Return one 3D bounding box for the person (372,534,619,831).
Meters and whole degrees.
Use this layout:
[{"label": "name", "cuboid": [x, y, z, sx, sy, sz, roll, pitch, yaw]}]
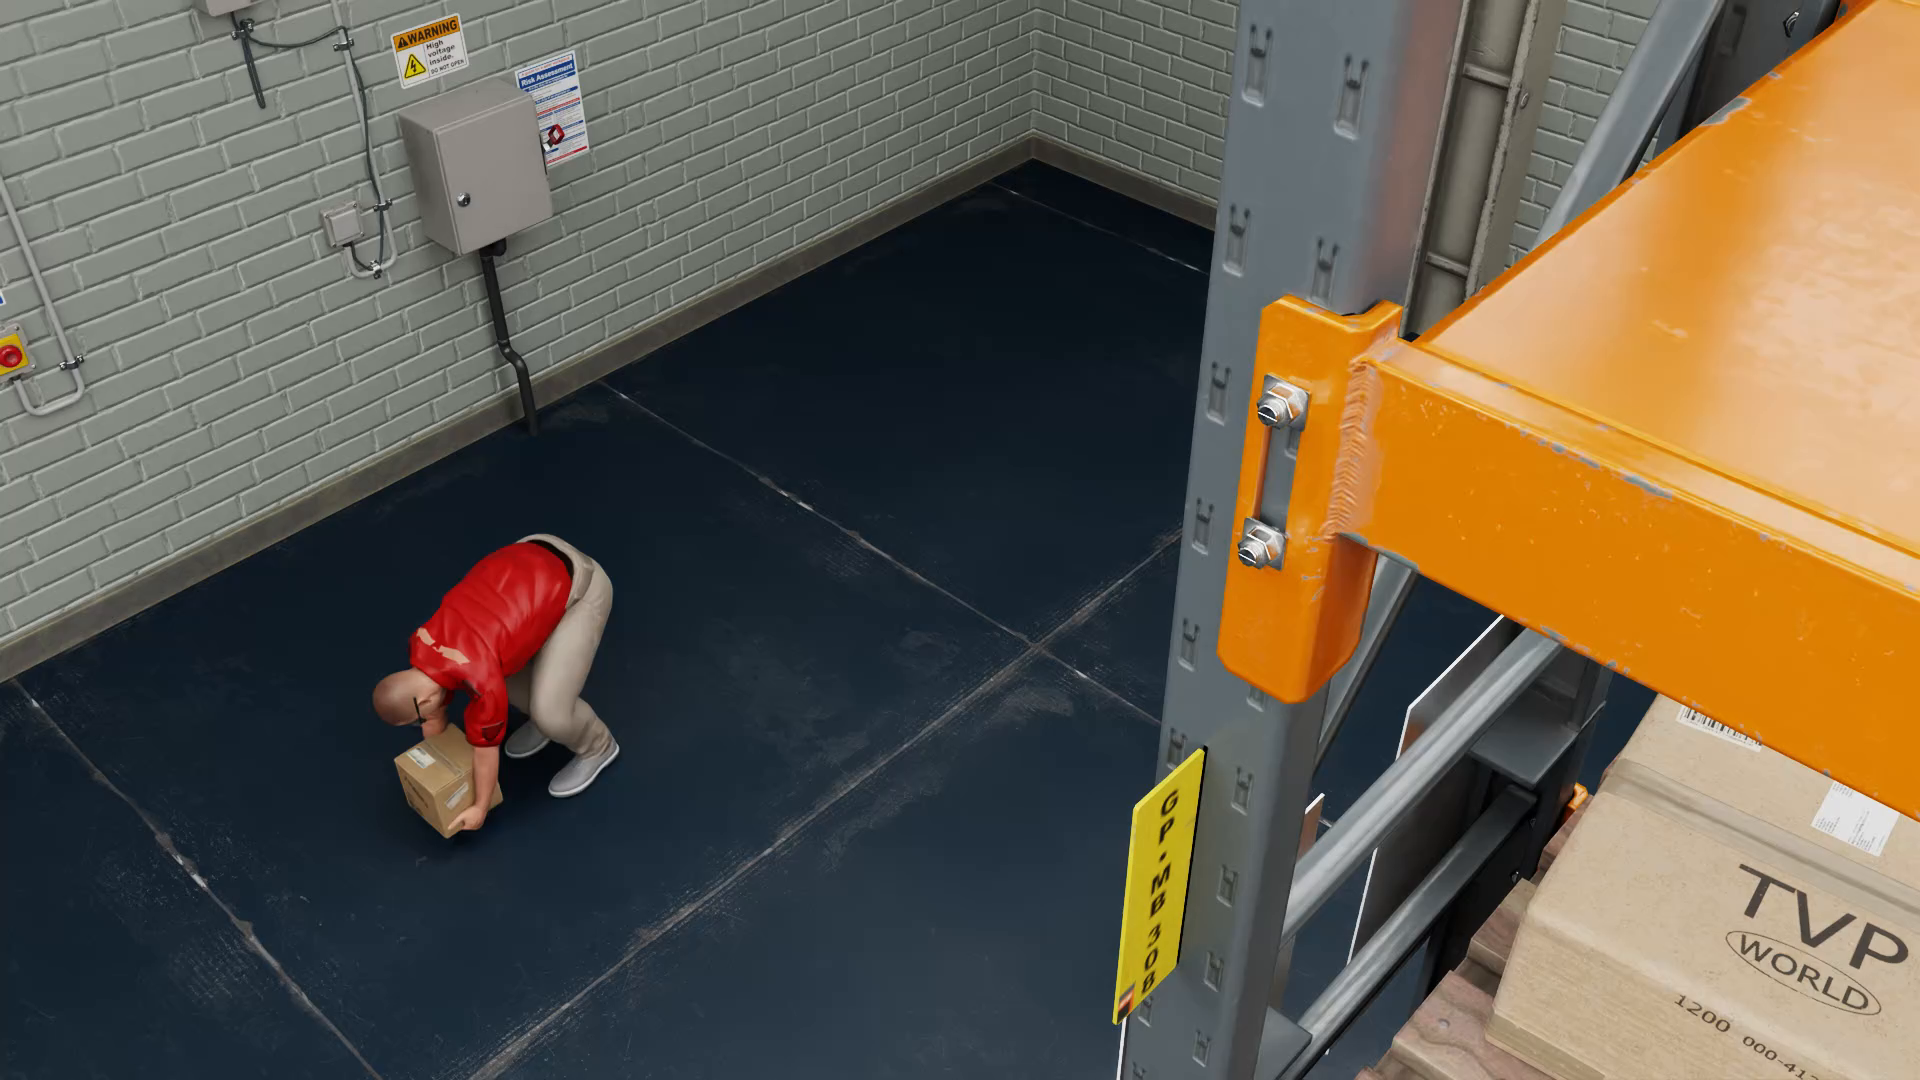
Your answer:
[{"label": "person", "cuboid": [-1.671, 0.551, 6.088, 0.529, 0.976, 0.958, 28, 47, 30]}]
